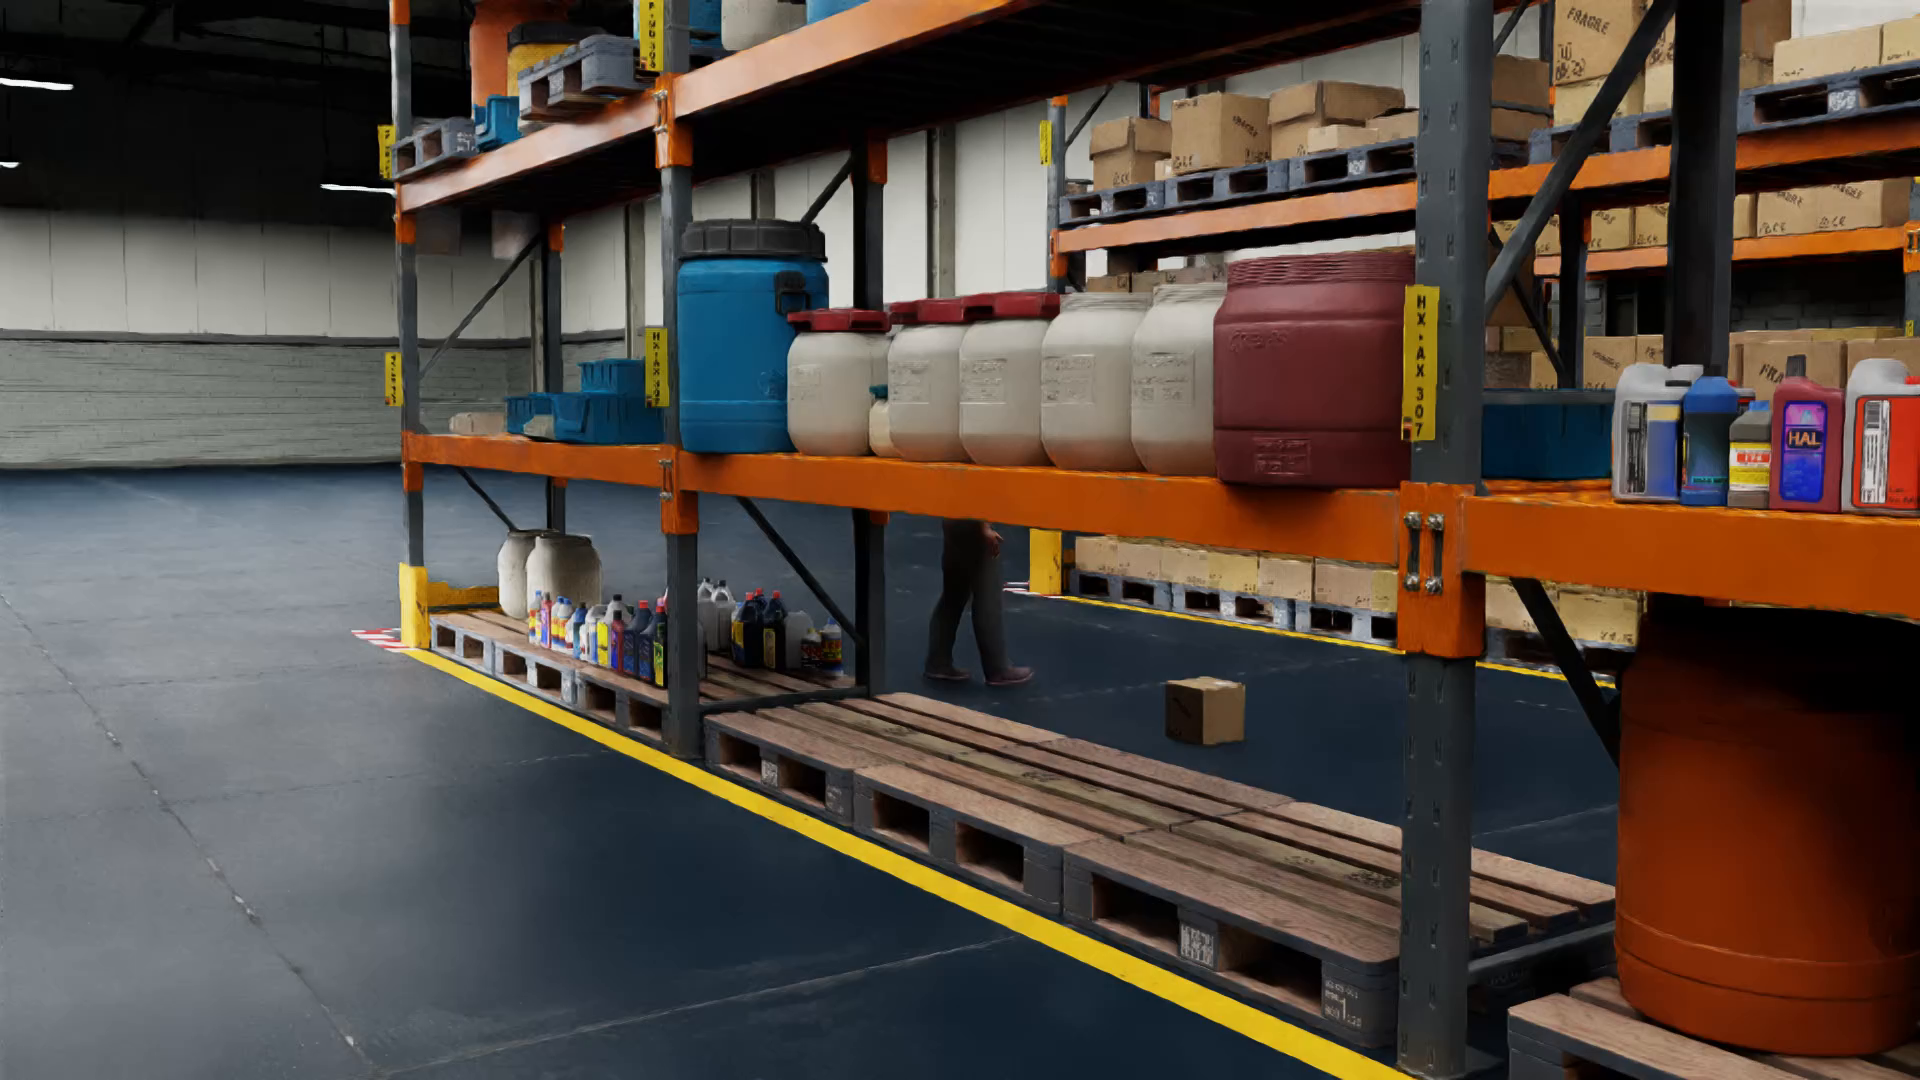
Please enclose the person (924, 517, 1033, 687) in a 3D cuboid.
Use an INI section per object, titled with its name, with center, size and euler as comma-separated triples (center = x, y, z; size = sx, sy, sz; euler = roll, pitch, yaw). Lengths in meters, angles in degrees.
[person]
center = 0.105, -0.059, 8.732
size = 0.574, 1.654, 0.565
euler = -1, 5, -7
